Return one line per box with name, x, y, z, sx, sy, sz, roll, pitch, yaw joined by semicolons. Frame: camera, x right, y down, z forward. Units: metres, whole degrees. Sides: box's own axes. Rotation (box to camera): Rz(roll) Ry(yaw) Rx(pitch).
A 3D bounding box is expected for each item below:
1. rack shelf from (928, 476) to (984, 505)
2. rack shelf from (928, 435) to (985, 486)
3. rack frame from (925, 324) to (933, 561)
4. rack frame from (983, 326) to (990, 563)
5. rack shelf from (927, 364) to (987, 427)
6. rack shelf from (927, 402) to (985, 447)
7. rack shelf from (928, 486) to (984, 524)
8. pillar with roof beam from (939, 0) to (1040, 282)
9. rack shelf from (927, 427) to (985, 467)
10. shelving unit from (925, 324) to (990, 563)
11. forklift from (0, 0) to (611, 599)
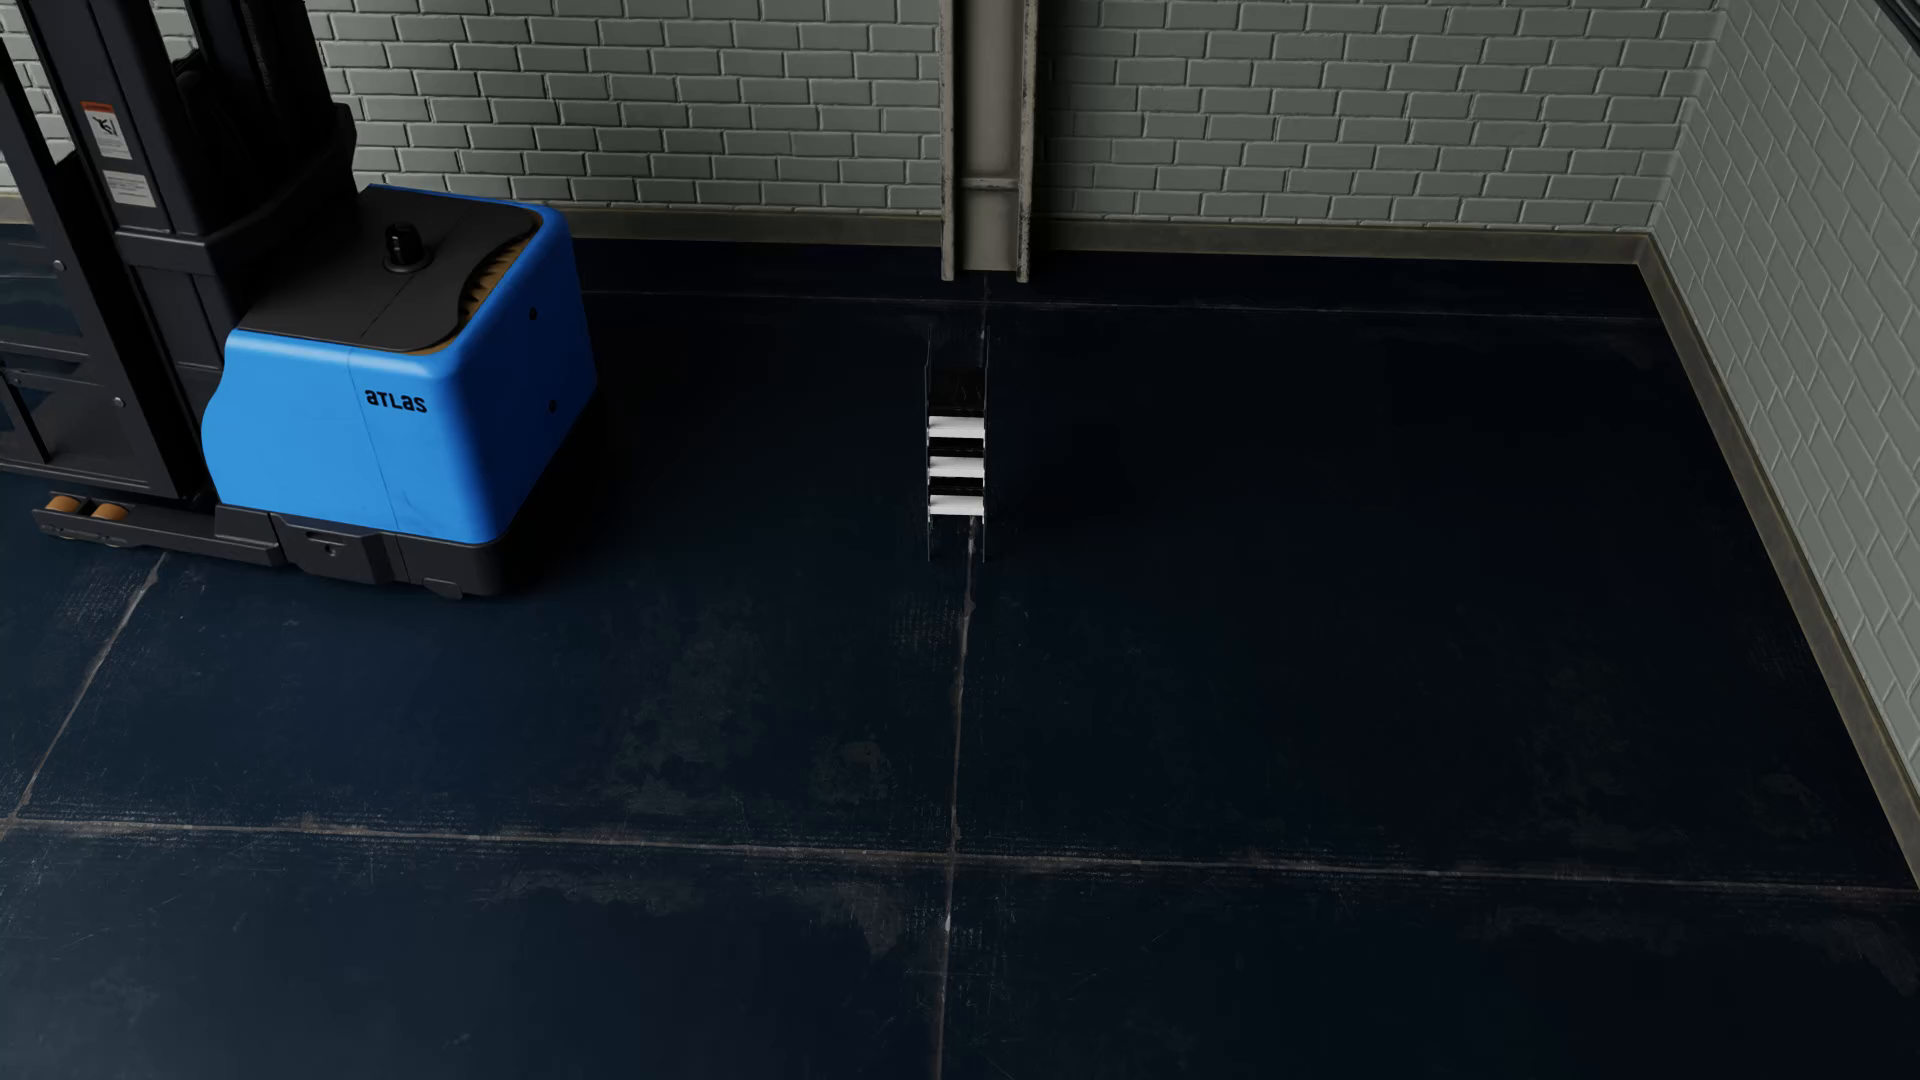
rack shelf;-0.008;-0.239;6.028;0.200;0.077;0.258;2;43;2
rack shelf;-0.008;-0.305;5.966;0.200;0.077;0.258;2;43;2
rack frame;-0.110;-0.333;5.947;0.006;0.900;0.240;2;43;2
rack frame;0.093;-0.326;5.940;0.006;0.900;0.240;2;43;2
rack shelf;-0.008;-0.503;5.782;0.200;0.077;0.258;2;43;2
rack shelf;-0.008;-0.437;5.844;0.200;0.077;0.258;2;43;2
rack shelf;-0.008;-0.173;6.089;0.200;0.077;0.258;2;43;2
pillar with roof beam;-0.071;-1.634;1.402;0.400;9.000;9.100;2;43;2
rack shelf;-0.008;-0.371;5.905;0.200;0.077;0.258;2;43;2
shelving unit;-0.008;-0.330;5.944;0.210;0.900;0.258;2;43;2
forklift;-2.961;-1.386;5.587;3.031;2.935;1.130;9;44;9
